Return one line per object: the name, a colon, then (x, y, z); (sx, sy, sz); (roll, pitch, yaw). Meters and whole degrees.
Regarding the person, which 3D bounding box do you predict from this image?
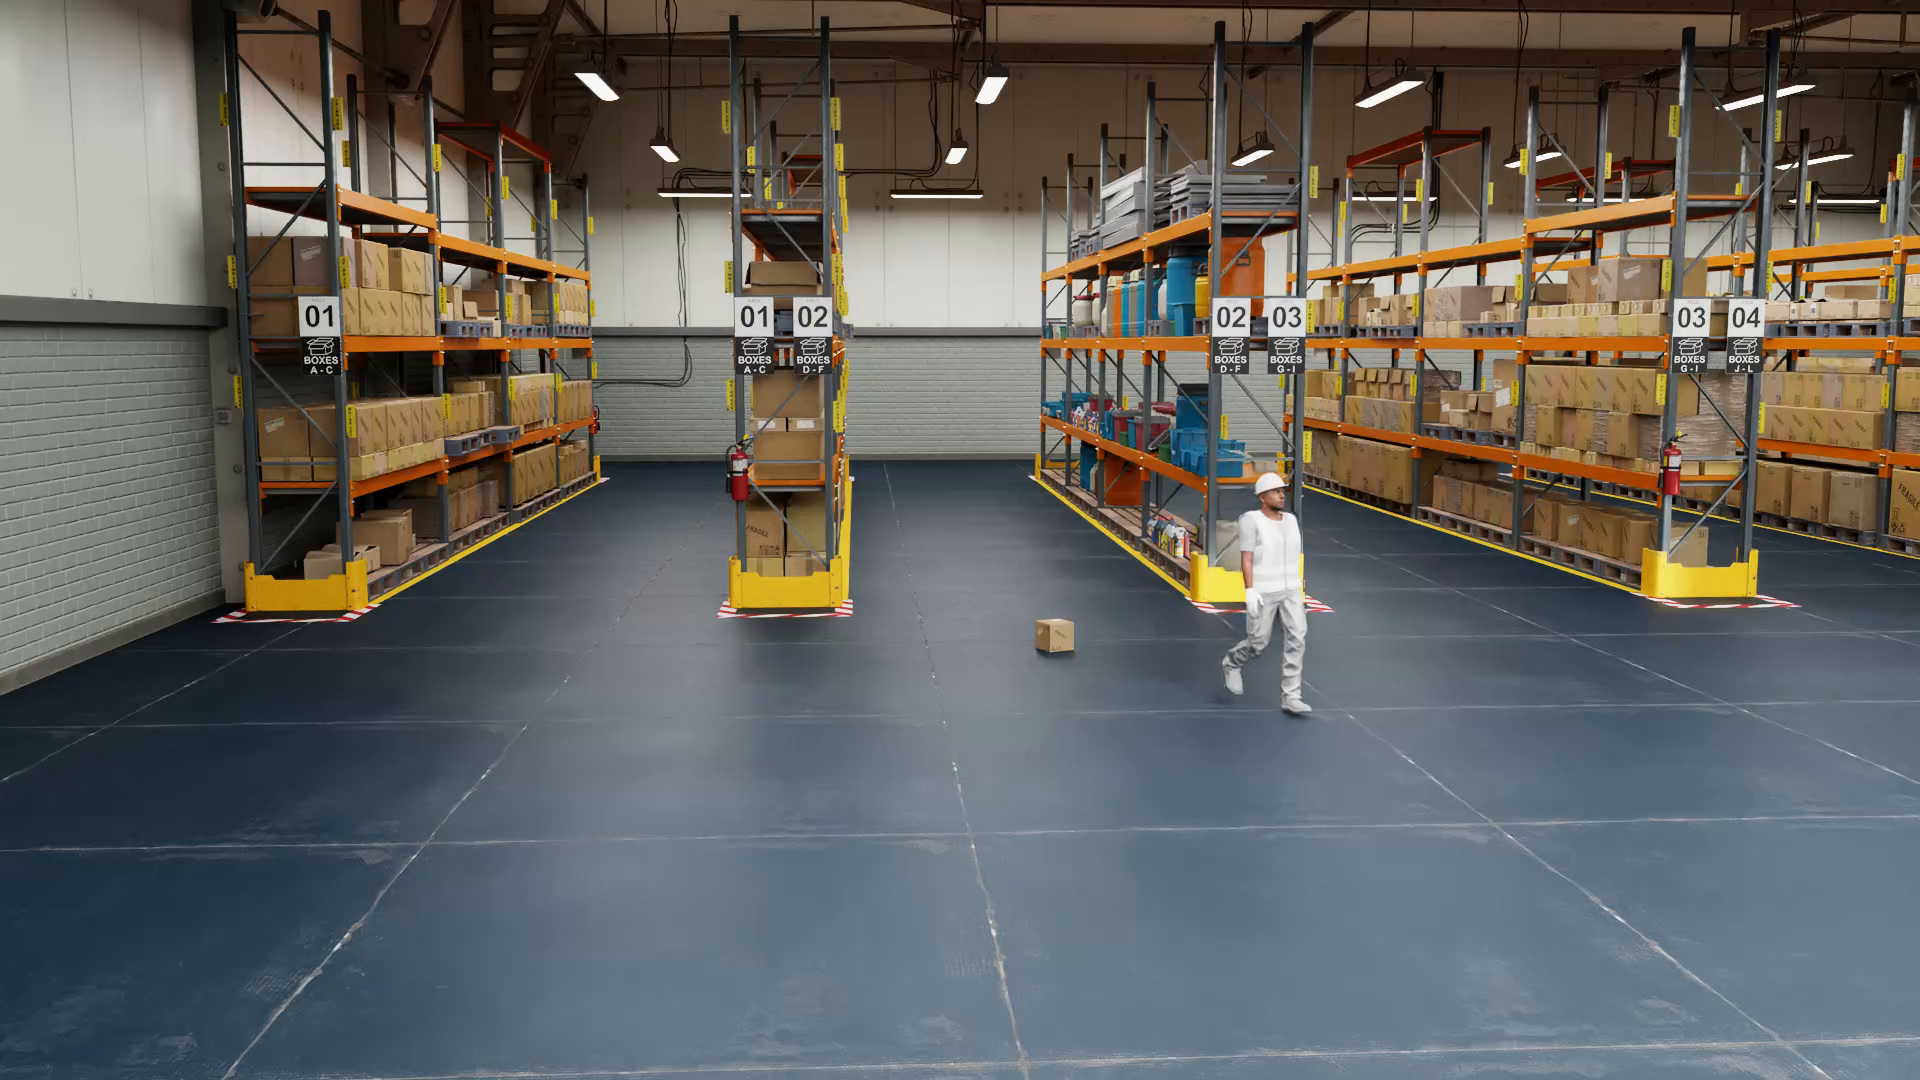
person: (2.307, 0.377, 12.405); (0.546, 1.757, 0.848); (-3, 7, -24)
